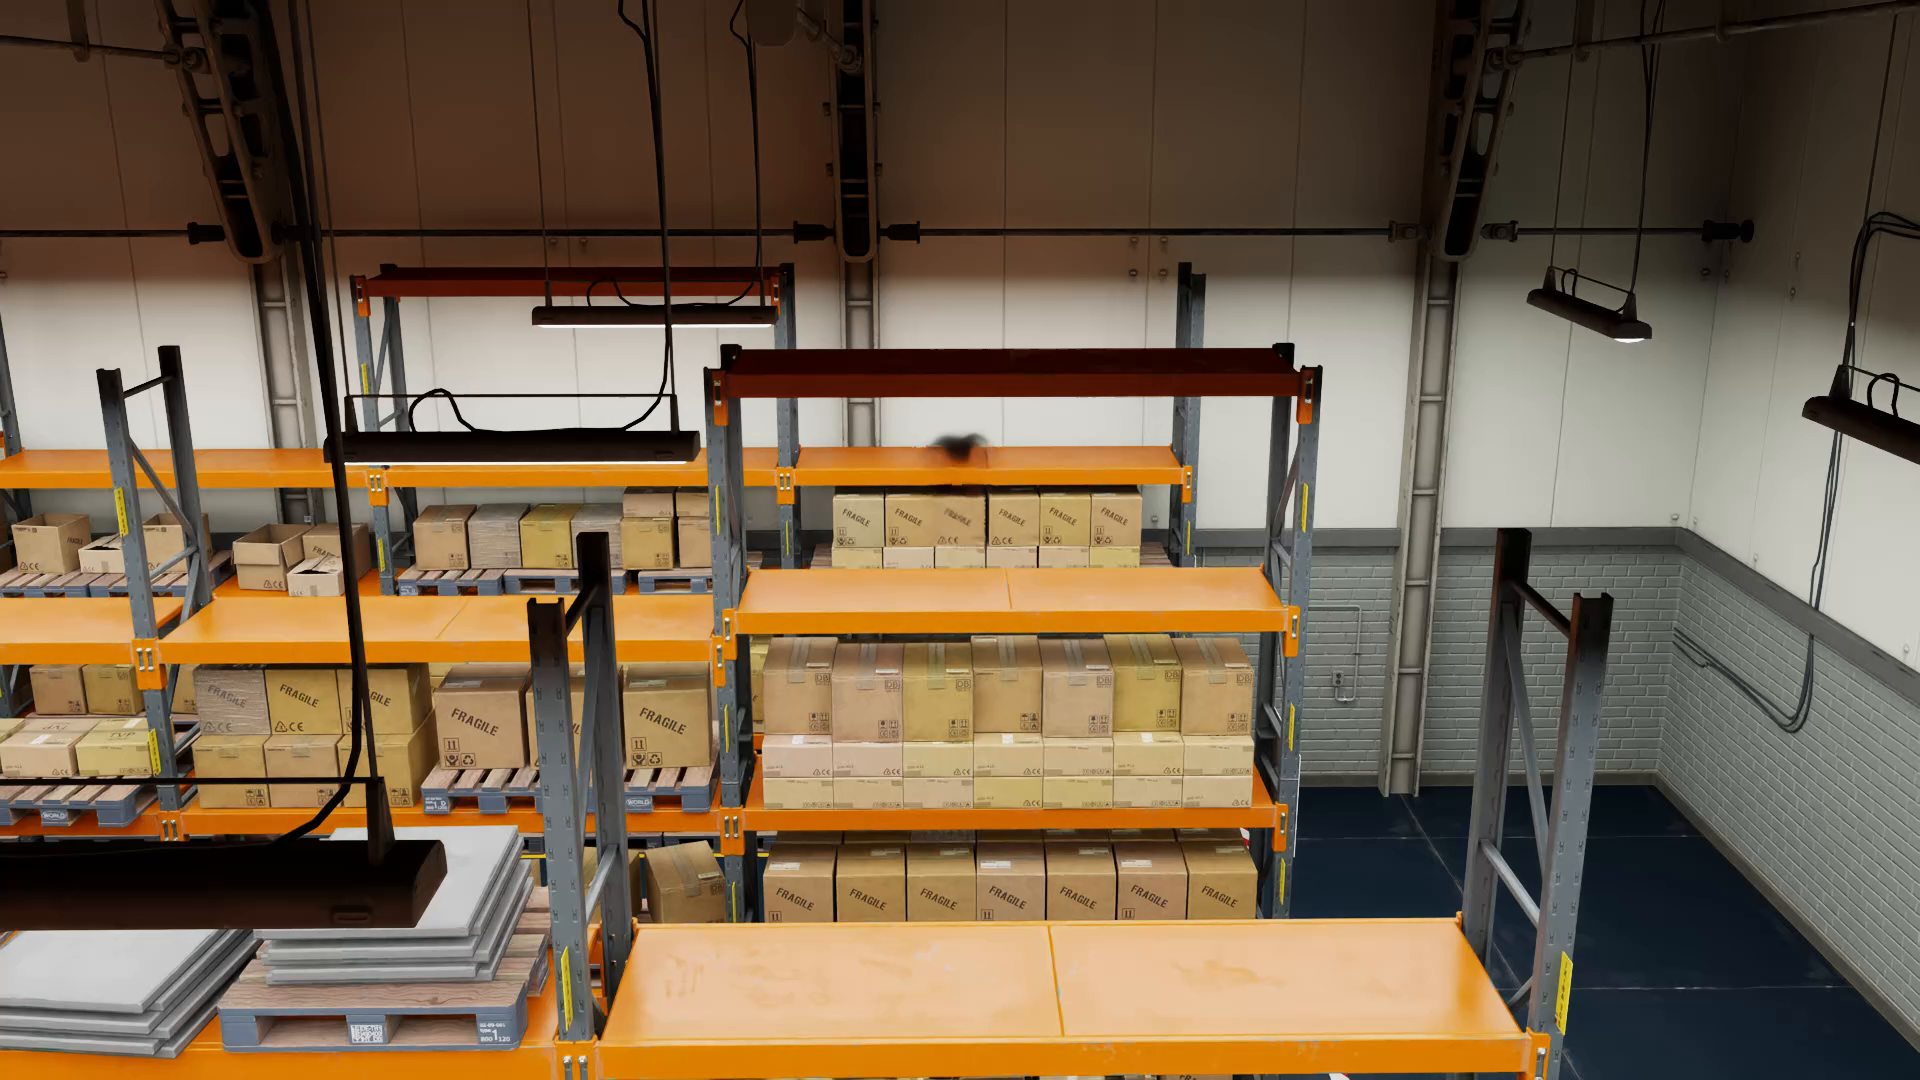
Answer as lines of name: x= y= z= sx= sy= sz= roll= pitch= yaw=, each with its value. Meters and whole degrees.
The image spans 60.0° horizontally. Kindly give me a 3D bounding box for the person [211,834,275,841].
person: x=-6.328 y=3.102 z=14.778 sx=0.653 sy=1.831 sz=0.400 roll=-1 pitch=16 yaw=-5
